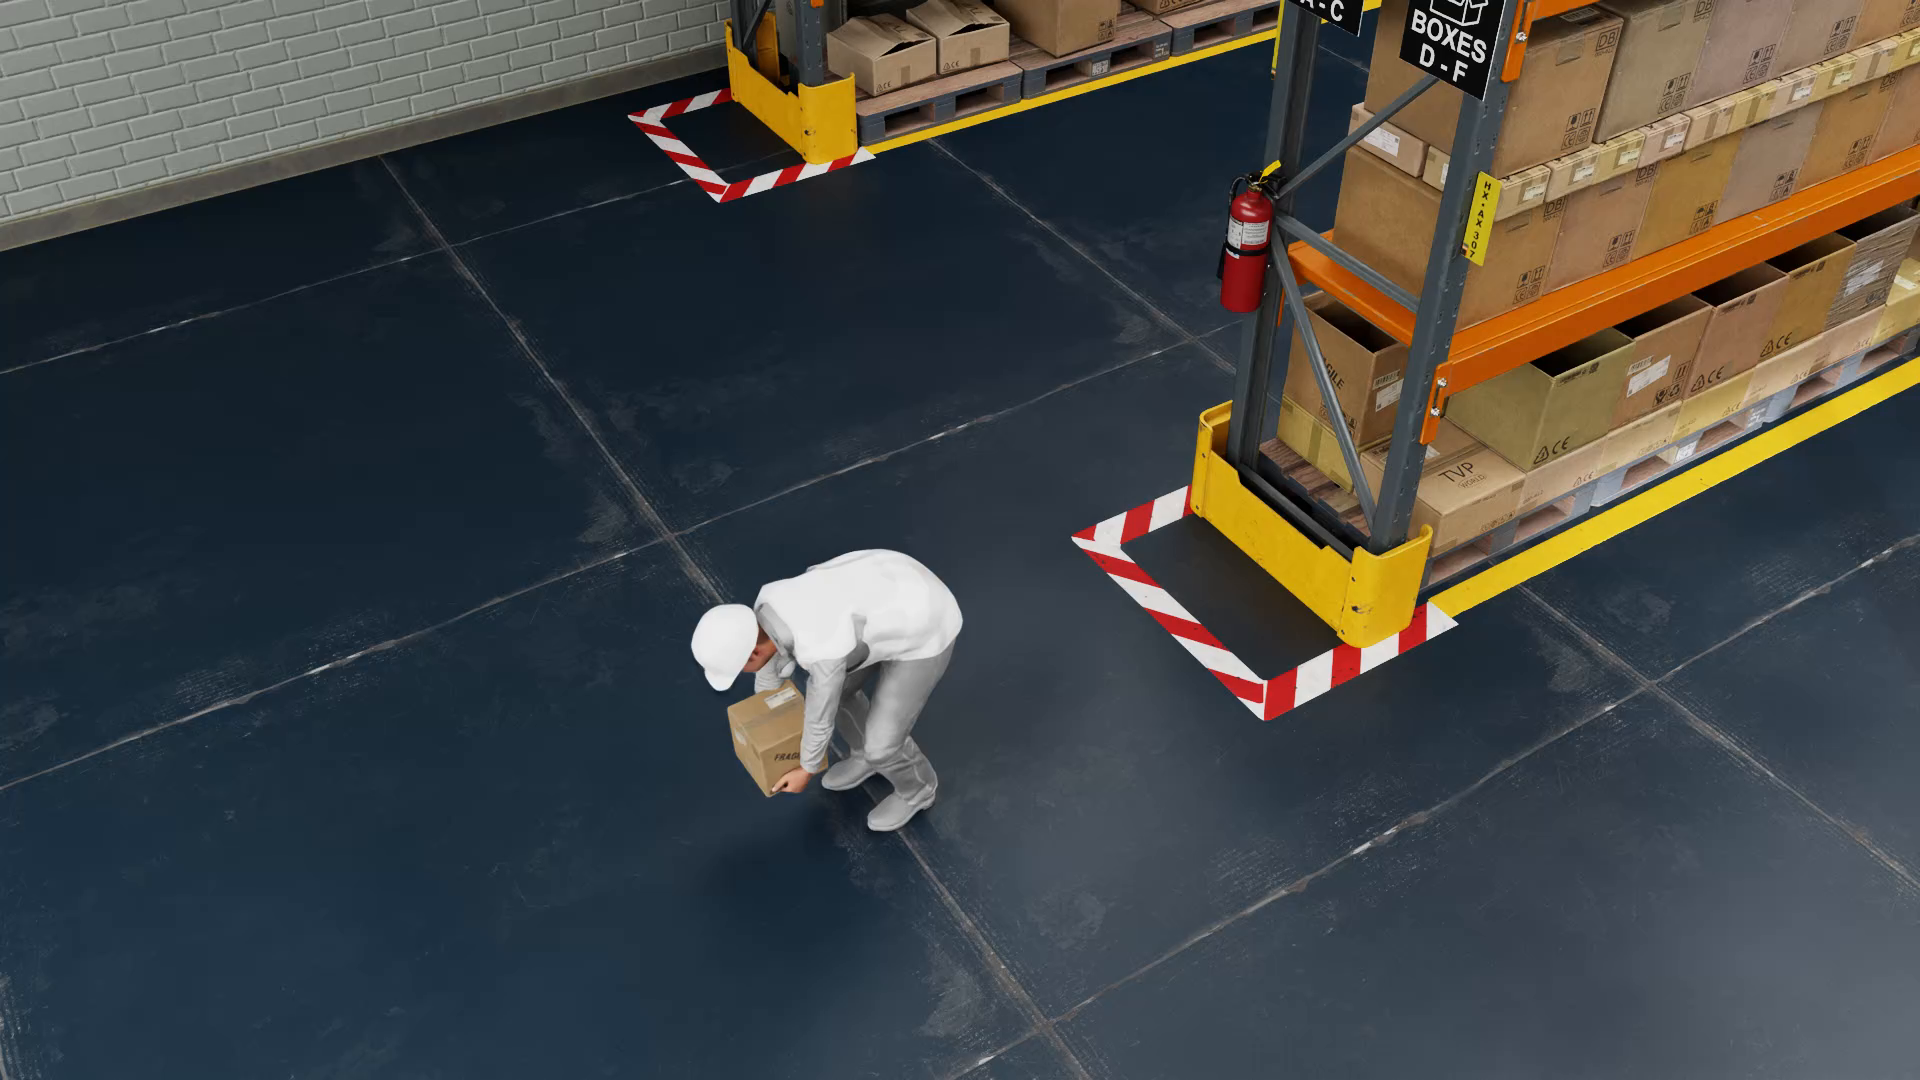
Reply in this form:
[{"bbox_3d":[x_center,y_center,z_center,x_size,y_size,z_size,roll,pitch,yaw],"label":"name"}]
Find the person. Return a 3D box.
[{"bbox_3d":[-0.454,0.566,5.895,0.975,1.228,0.473,-24,46,-26],"label":"person"}]
